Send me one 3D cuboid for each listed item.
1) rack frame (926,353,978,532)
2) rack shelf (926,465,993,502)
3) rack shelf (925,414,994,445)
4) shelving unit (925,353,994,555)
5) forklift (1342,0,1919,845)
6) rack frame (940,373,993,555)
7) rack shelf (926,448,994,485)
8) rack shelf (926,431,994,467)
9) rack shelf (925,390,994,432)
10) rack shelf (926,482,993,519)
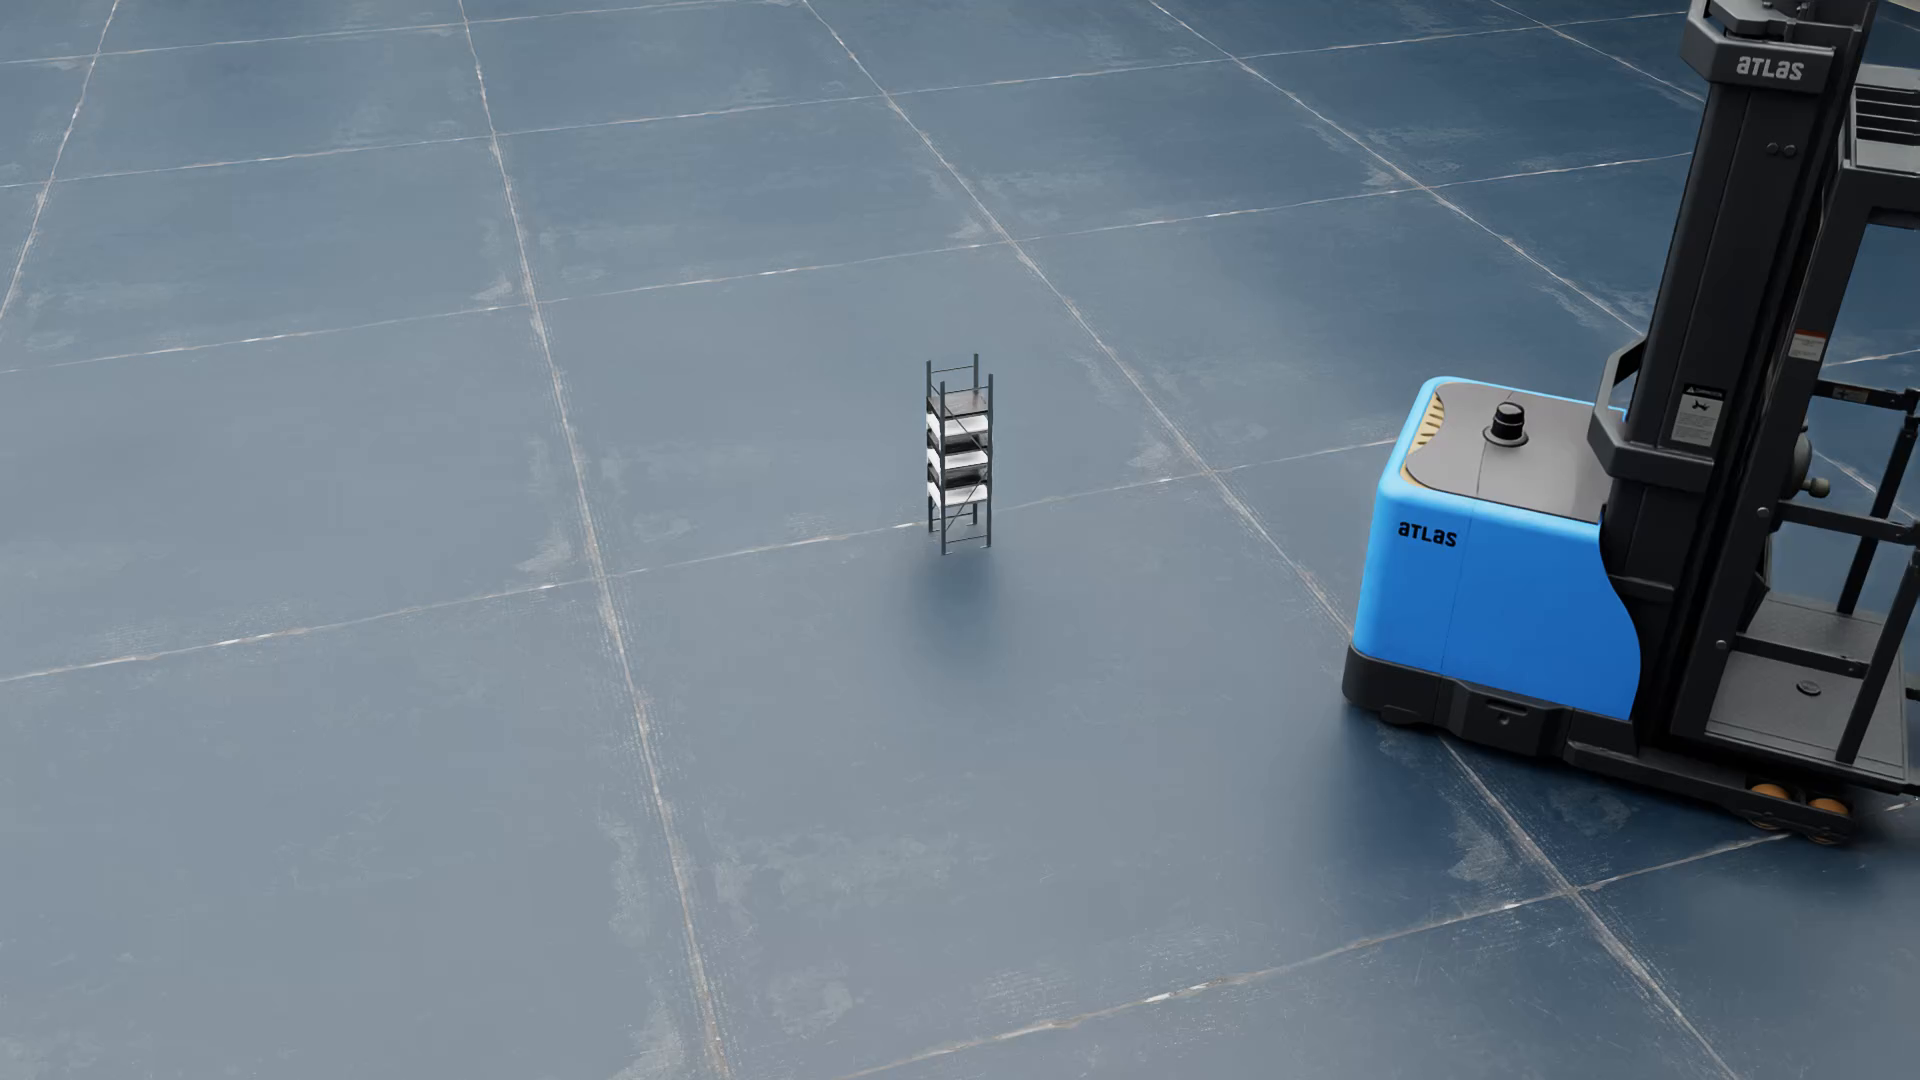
[{"bbox_3d":[-0.033,-0.433,7.589,0.240,0.900,0.006,-10,35,-15],"label":"rack frame"},{"bbox_3d":[-0.002,-0.277,7.576,0.258,0.077,0.200,-10,35,-15],"label":"rack shelf"},{"bbox_3d":[-0.002,-0.502,7.428,0.258,0.077,0.200,-10,35,-15],"label":"rack shelf"},{"bbox_3d":[-0.002,-0.380,7.508,0.258,0.900,0.210,-10,35,-15],"label":"shelving unit"},{"bbox_3d":[3.101,-0.447,5.768,3.031,2.935,1.130,14,36,20],"label":"forklift"},{"bbox_3d":[0.029,-0.326,7.428,0.240,0.900,0.006,-10,35,-15],"label":"rack frame"},{"bbox_3d":[-0.002,-0.352,7.527,0.258,0.077,0.200,-10,35,-15],"label":"rack shelf"},{"bbox_3d":[-0.002,-0.427,7.477,0.258,0.077,0.200,-10,35,-15],"label":"rack shelf"},{"bbox_3d":[-0.002,-0.577,7.378,0.258,0.077,0.200,-10,35,-15],"label":"rack shelf"},{"bbox_3d":[-0.002,-0.202,7.626,0.258,0.077,0.200,-10,35,-15],"label":"rack shelf"}]
